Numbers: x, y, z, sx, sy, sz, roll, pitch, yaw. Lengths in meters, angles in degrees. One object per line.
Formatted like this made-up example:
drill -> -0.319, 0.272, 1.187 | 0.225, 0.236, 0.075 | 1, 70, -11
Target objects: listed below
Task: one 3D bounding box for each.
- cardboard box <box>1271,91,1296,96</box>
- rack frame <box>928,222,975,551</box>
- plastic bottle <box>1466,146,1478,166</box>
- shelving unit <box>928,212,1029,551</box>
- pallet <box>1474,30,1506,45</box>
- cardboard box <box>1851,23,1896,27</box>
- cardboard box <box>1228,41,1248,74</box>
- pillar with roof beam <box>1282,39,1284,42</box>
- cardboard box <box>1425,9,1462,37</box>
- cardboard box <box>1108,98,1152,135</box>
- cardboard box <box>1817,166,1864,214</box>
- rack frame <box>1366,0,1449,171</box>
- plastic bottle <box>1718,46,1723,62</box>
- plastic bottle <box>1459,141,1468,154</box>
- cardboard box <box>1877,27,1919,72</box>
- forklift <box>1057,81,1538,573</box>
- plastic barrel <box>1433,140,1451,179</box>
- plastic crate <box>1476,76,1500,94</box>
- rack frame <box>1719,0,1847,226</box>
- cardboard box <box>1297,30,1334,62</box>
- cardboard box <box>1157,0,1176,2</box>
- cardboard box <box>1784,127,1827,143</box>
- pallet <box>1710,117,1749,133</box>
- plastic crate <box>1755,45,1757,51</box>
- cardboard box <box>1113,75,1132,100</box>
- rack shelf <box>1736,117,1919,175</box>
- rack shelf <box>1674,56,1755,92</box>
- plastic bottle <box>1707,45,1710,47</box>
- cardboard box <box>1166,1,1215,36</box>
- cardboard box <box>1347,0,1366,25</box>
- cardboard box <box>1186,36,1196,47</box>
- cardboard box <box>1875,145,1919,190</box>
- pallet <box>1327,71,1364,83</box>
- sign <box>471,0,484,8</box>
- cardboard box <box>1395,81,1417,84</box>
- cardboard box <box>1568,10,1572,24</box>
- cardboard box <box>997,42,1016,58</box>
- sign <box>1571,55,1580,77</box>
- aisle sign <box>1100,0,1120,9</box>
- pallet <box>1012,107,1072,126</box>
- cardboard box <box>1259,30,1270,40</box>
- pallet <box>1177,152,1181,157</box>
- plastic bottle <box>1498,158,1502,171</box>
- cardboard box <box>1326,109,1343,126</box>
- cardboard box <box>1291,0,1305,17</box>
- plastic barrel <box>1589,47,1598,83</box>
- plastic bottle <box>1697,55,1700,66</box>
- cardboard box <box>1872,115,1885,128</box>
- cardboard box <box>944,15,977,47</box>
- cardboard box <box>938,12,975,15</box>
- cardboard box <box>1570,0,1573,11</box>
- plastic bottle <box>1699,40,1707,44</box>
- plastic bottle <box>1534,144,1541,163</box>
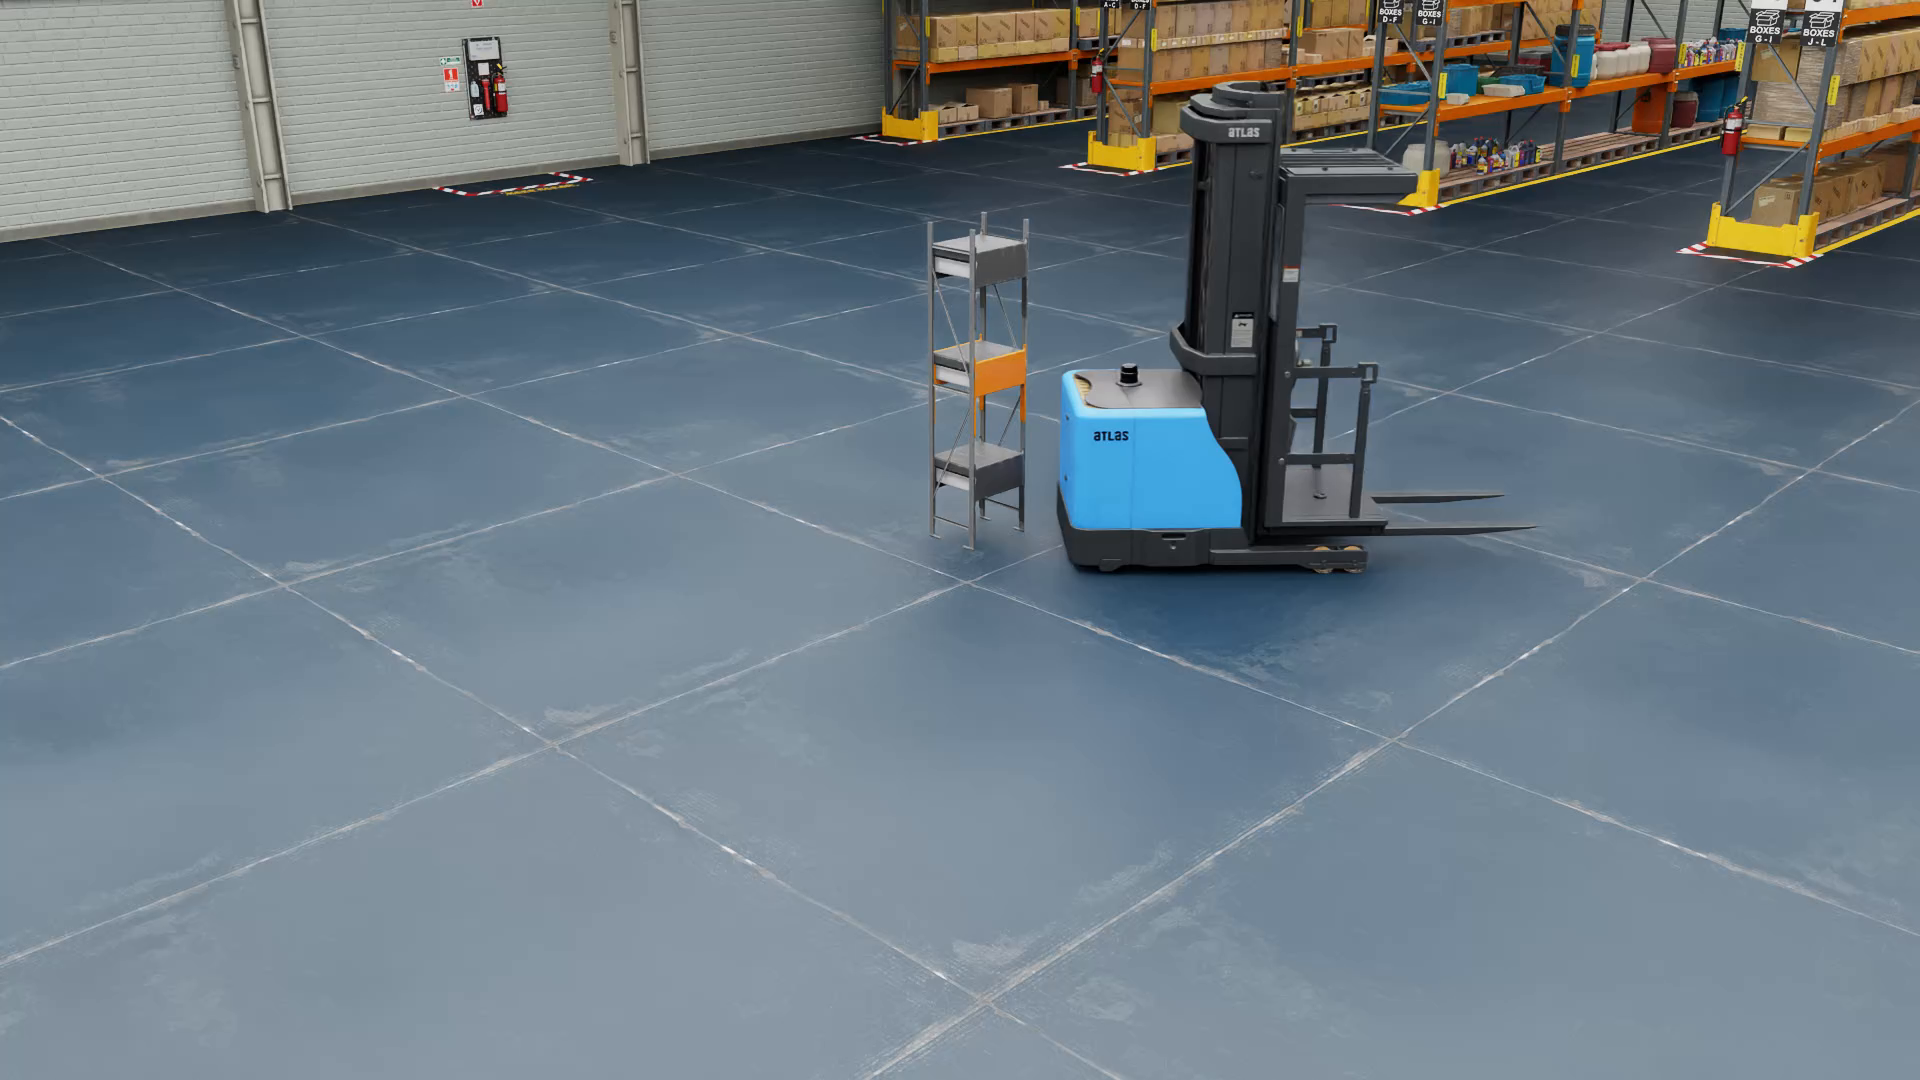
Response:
cardboard box -> 5.823, -7.920, 29.965 | 0.500, 0.311, 0.500 | -19, 28, -41
rack frame -> -0.055, -0.960, 10.645 | 0.400, 2.100, 0.015 | 19, 28, 41
plastic bottle -> 7.769, -5.836, 25.260 | 0.152, 0.276, 0.135 | 19, 28, 41
shelving unit -> 0.115, -1.023, 10.809 | 0.431, 2.100, 0.503 | 19, 28, 41
pallet -> 10.333, -10.223, 33.760 | 1.003, 0.211, 1.213 | 19, 28, 41
cardboard box -> 11.986, -6.554, 21.999 | 0.500, 0.500, 0.500 | 19, 28, 41
cardboard box -> 4.366, -8.100, 27.829 | 0.500, 0.500, 0.700 | -20, 28, -41
pillar with roof beam -> 10.369, -13.849, 34.563 | 9.100, 9.000, 0.400 | 19, 28, 41
cardboard box -> 9.311, -10.083, 32.402 | 0.500, 0.500, 0.700 | -14, 25, -32
cardboard box -> 2.758, -6.881, 26.999 | 0.500, 0.500, 0.500 | 19, 28, 41
cardboard box -> 11.404, -4.562, 21.662 | 0.500, 0.500, 0.500 | 16, 26, 36
rack frame -> 6.143, -6.166, 22.935 | 1.000, 3.000, 0.127 | 19, 28, 41
plastic bottle -> 13.480, -8.625, 29.496 | 0.061, 0.283, 0.133 | 19, 28, 41
plastic bottle -> 7.645, -5.901, 25.326 | 0.144, 0.351, 0.185 | 19, 28, 40
cardboard box -> 12.018, -6.293, 21.319 | 0.500, 0.500, 0.500 | 19, 28, 41
forklift -> 2.189, -1.347, 10.493 | 3.031, 2.935, 1.130 | -1, 21, -2
plastic barrel -> 6.897, -5.518, 24.131 | 0.421, 0.512, 0.421 | 0, 21, 0
plastic crate -> 7.785, -6.817, 24.924 | 0.450, 0.188, 0.662 | 19, 28, 41
rack frame -> 9.692, -4.926, 19.710 | 1.000, 3.000, 0.127 | 19, 28, 41
cardboard box -> 6.302, -8.810, 29.676 | 0.500, 0.500, 0.500 | -18, 27, -38
cardboard box -> 4.193, -11.074, 34.048 | 0.380, 0.149, 0.250 | 14, 25, 32
cardboard box -> 10.062, -4.822, 19.790 | 0.380, 0.149, 0.250 | 19, 28, 41
pallet -> 13.947, -7.761, 30.972 | 1.003, 0.211, 1.213 | 19, 28, 41
plastic crate -> 14.942, -9.239, 31.215 | 0.396, 0.136, 0.243 | 19, 28, 41
cardboard box -> 3.047, -9.172, 33.627 | 0.700, 0.500, 0.500 | 20, 28, 41
rack shelf -> 11.087, -5.104, 21.177 | 1.077, 0.370, 4.000 | 19, 28, 41
rack shelf -> 13.119, -8.400, 29.752 | 1.077, 0.370, 4.000 | 19, 28, 41
plastic bottle -> 13.766, -9.014, 30.621 | 0.097, 0.201, 0.097 | 0, 21, 0
cardboard box -> 3.683, -8.455, 26.945 | 0.700, 0.500, 0.500 | 19, 28, 41
cardboard box -> 8.820, -12.381, 38.688 | 0.980, 0.700, 0.700 | 18, 27, 38
cardboard box -> 3.560, -7.999, 26.663 | 0.380, 0.149, 0.250 | 19, 28, 40
cardboard box -> 13.273, -5.263, 23.458 | 0.700, 0.500, 0.500 | 19, 28, 40
pallet -> 8.854, -10.919, 39.189 | 1.003, 0.211, 1.213 | 19, 28, 41
sign -> -7.100, -7.979, 24.421 | 0.001, 0.298, 0.199 | 19, 28, 41
cardboard box -> 8.700, -8.547, 32.001 | 0.500, 0.500, 0.500 | -19, 28, -40
cardboard box -> 12.930, -11.122, 35.690 | 0.500, 0.500, 0.500 | 20, 28, 41
cardboard box -> 0.679, -9.026, 30.559 | 0.500, 0.250, 0.500 | 20, 28, 41
sign -> 9.320, -7.183, 25.195 | 0.100, 0.325, 0.005 | 19, 28, 41
aisle sign -> 2.341, -8.676, 25.844 | 0.394, 0.787, 0.004 | 19, 28, 41
pallet -> 1.392, -8.190, 32.090 | 1.003, 0.211, 1.213 | 19, 28, 41
cardboard box -> 4.996, -8.530, 28.042 | 0.380, 0.149, 0.250 | 18, 28, 39
pallet -> 3.951, -6.624, 28.014 | 1.003, 0.211, 1.213 | 19, 28, 41
plastic bottle -> 8.009, -5.592, 24.730 | 0.097, 0.201, 0.097 | 0, 21, 0
cardboard box -> 6.563, -7.654, 30.054 | 0.500, 0.250, 0.500 | 18, 28, 39
cardboard box -> 7.275, -11.743, 36.864 | 0.500, 0.500, 0.500 | 19, 28, 40
plastic barrel -> 9.758, -7.448, 26.083 | 0.433, 0.535, 0.433 | 0, 21, 0
plastic bottle -> 12.774, -8.336, 28.858 | 0.097, 0.201, 0.097 | 0, 21, 0
cardboard box -> 11.486, -5.326, 21.101 | 0.380, 0.149, 0.250 | 19, 28, 41
cardboard box -> -0.055, -9.107, 29.723 | 0.500, 0.500, 0.500 | 19, 28, 41
cardboard box -> -0.062, -9.370, 30.408 | 0.500, 0.500, 0.500 | 18, 28, 39
cardboard box -> 12.935, -11.585, 35.501 | 0.500, 0.500, 0.500 | -19, 28, -41
plastic bottle -> 13.664, -9.075, 30.677 | 0.152, 0.276, 0.135 | 19, 28, 41
plastic bottle -> 8.835, -5.925, 25.482 | 0.133, 0.283, 0.061 | -18, 28, -39
